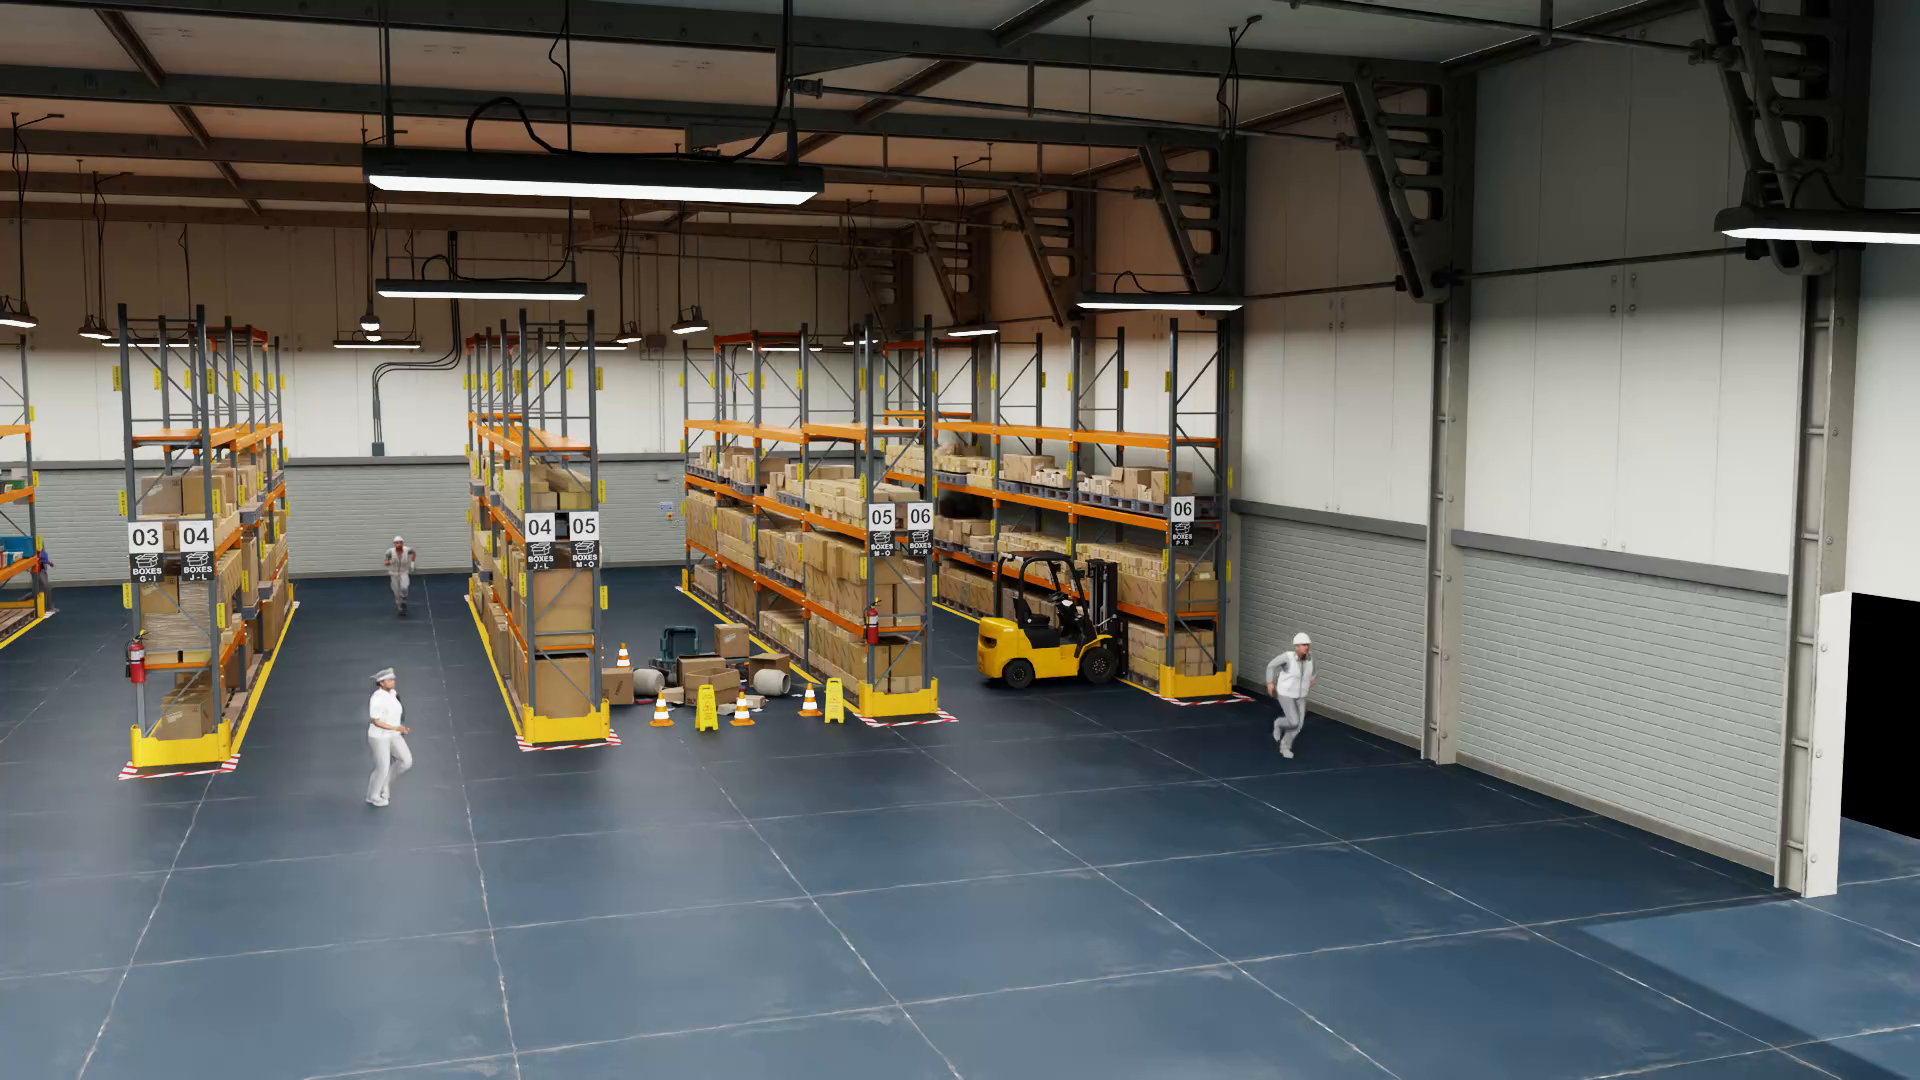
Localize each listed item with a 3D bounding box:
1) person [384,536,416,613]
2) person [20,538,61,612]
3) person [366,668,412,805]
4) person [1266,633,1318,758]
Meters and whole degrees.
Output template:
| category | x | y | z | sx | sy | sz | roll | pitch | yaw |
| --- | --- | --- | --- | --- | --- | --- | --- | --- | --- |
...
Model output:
| category | x | y | z | sx | sy | sz | roll | pitch | yaw |
| --- | --- | --- | --- | --- | --- | --- | --- | --- | --- |
| person | -11.986 | 0.753 | 35.596 | 0.640 | 1.703 | 0.863 | -2 | 6 | -17 |
| person | -20.090 | 0.758 | 36.265 | 0.844 | 1.661 | 0.617 | 0 | 5 | -5 |
| person | -6.740 | 2.318 | 19.656 | 0.663 | 1.643 | 0.551 | 2 | 6 | 17 |
| person | 4.459 | 2.068 | 22.191 | 0.648 | 1.704 | 0.726 | -2 | 6 | -23 |
